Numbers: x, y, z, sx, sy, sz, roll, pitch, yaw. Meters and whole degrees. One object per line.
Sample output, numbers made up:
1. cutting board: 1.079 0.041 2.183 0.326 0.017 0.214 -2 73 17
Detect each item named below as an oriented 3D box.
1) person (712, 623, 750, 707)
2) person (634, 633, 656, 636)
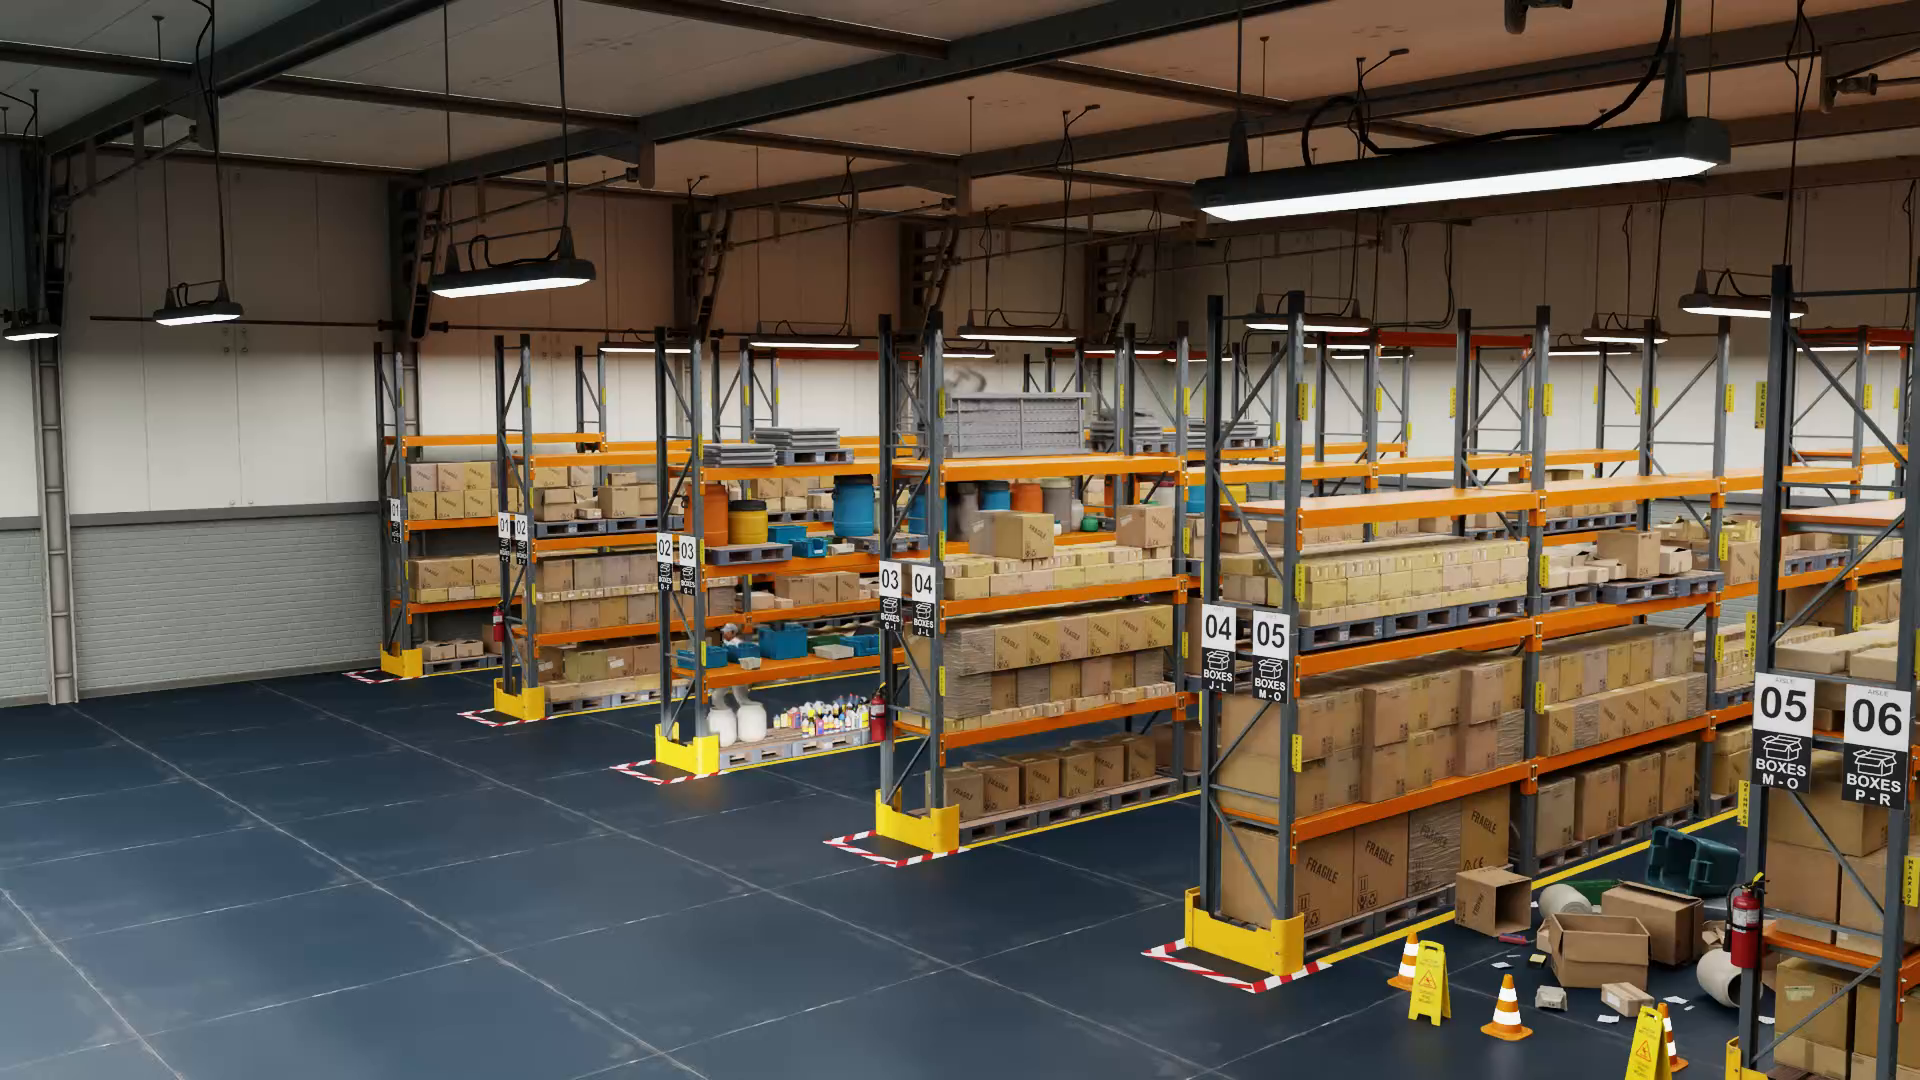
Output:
1. person: -3.383 2.087 24.809 0.571 1.722 0.822 5 7 44
2. person: -5.615 1.589 29.661 0.563 1.757 0.710 -4 6 -36
